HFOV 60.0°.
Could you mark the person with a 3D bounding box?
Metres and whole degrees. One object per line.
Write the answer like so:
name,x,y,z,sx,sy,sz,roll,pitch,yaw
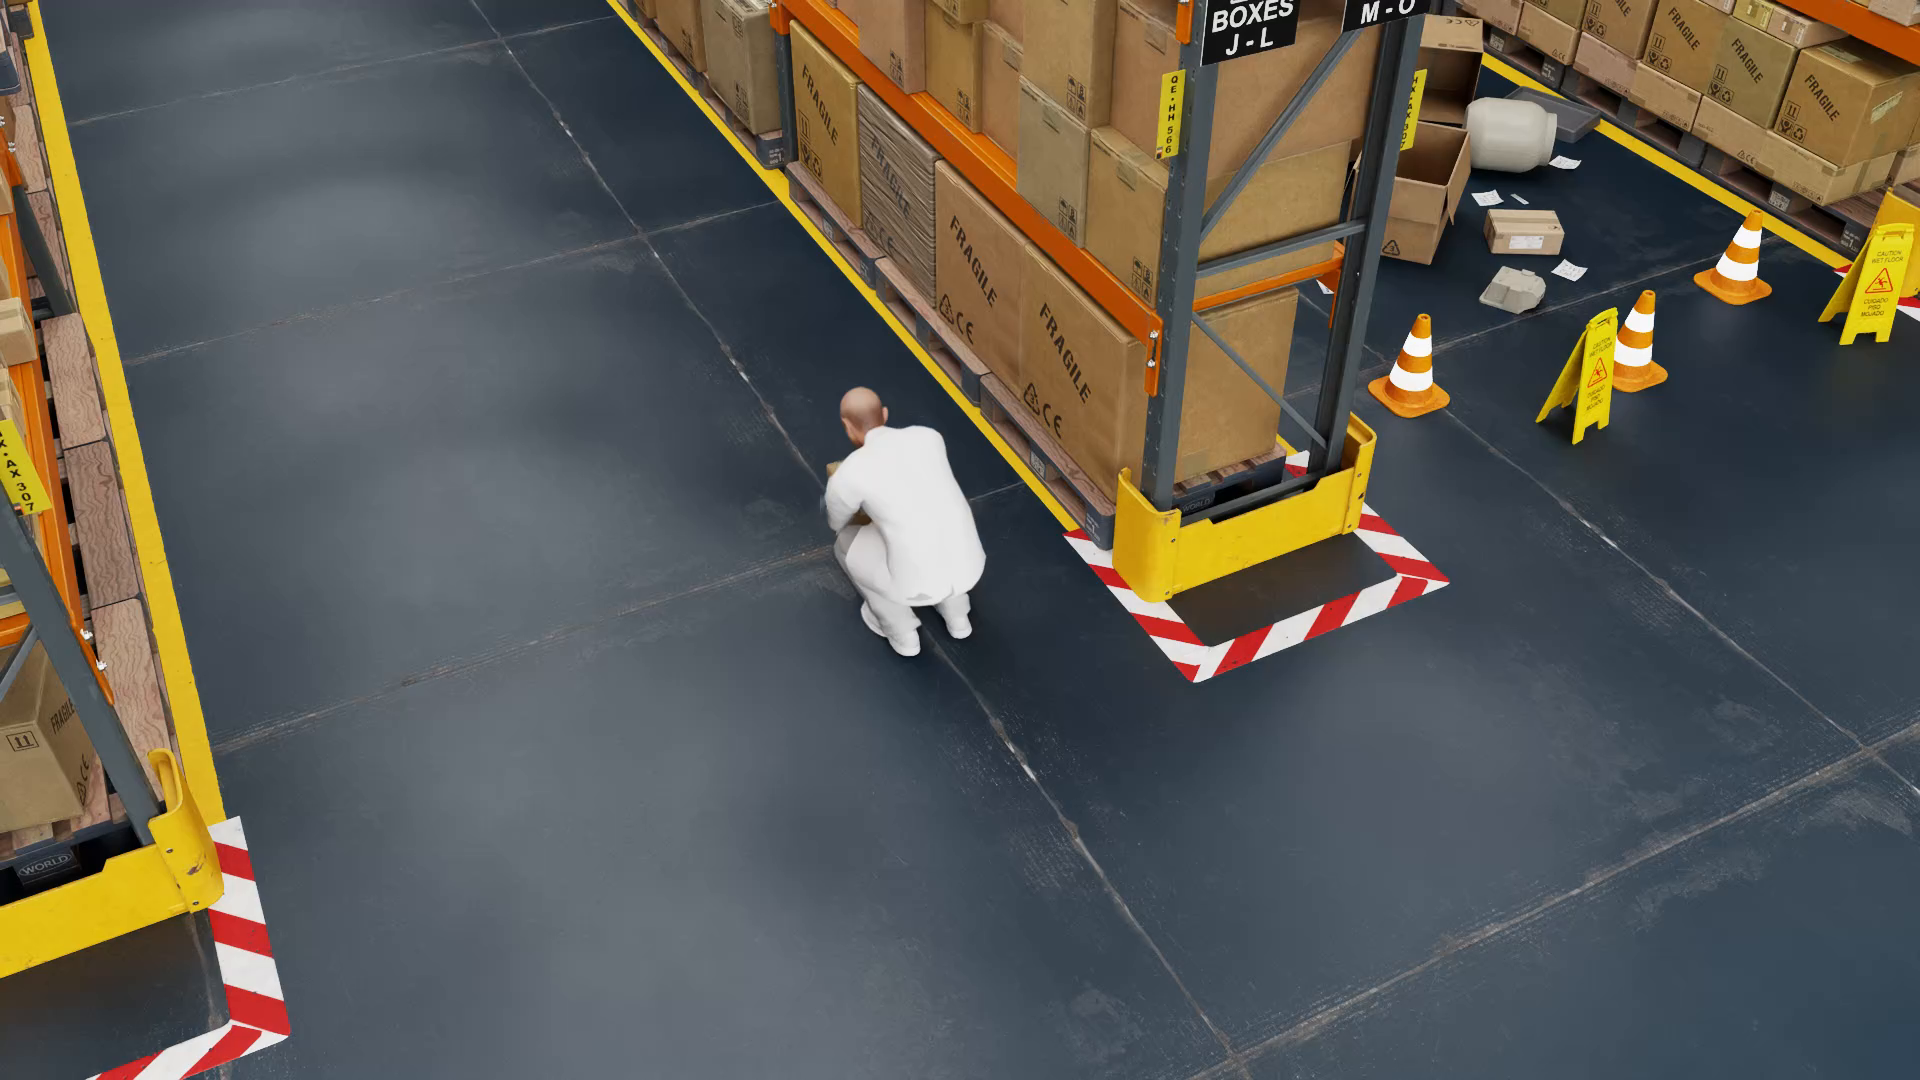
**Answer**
person,-0.253,-0.071,6.951,0.593,0.873,0.910,-19,44,-21
